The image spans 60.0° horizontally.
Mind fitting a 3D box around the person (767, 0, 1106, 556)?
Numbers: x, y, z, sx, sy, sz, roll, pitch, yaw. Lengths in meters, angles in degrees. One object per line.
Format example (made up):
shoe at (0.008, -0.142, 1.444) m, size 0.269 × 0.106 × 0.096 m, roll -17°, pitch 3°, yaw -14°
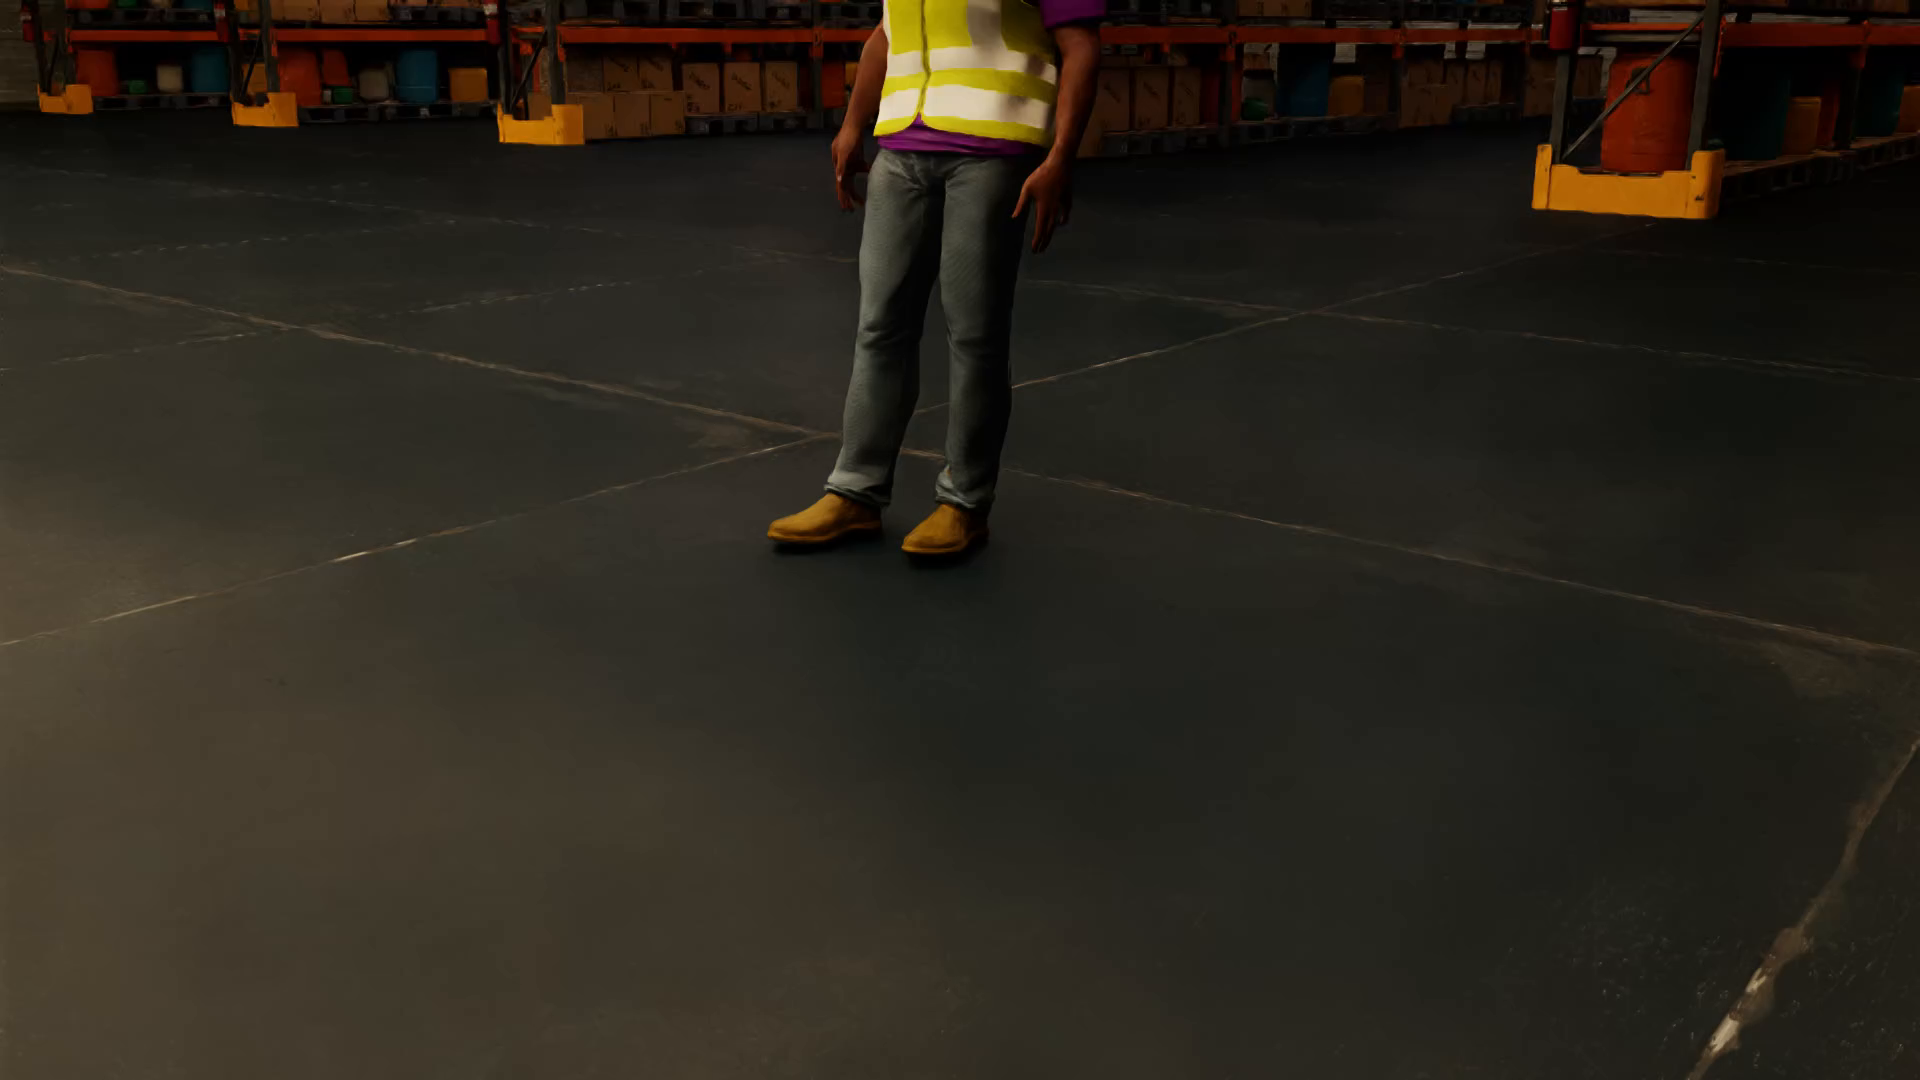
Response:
person at (-0.049, -0.837, 3.635) m, size 0.665 × 1.766 × 0.576 m, roll 13°, pitch 21°, yaw 37°
